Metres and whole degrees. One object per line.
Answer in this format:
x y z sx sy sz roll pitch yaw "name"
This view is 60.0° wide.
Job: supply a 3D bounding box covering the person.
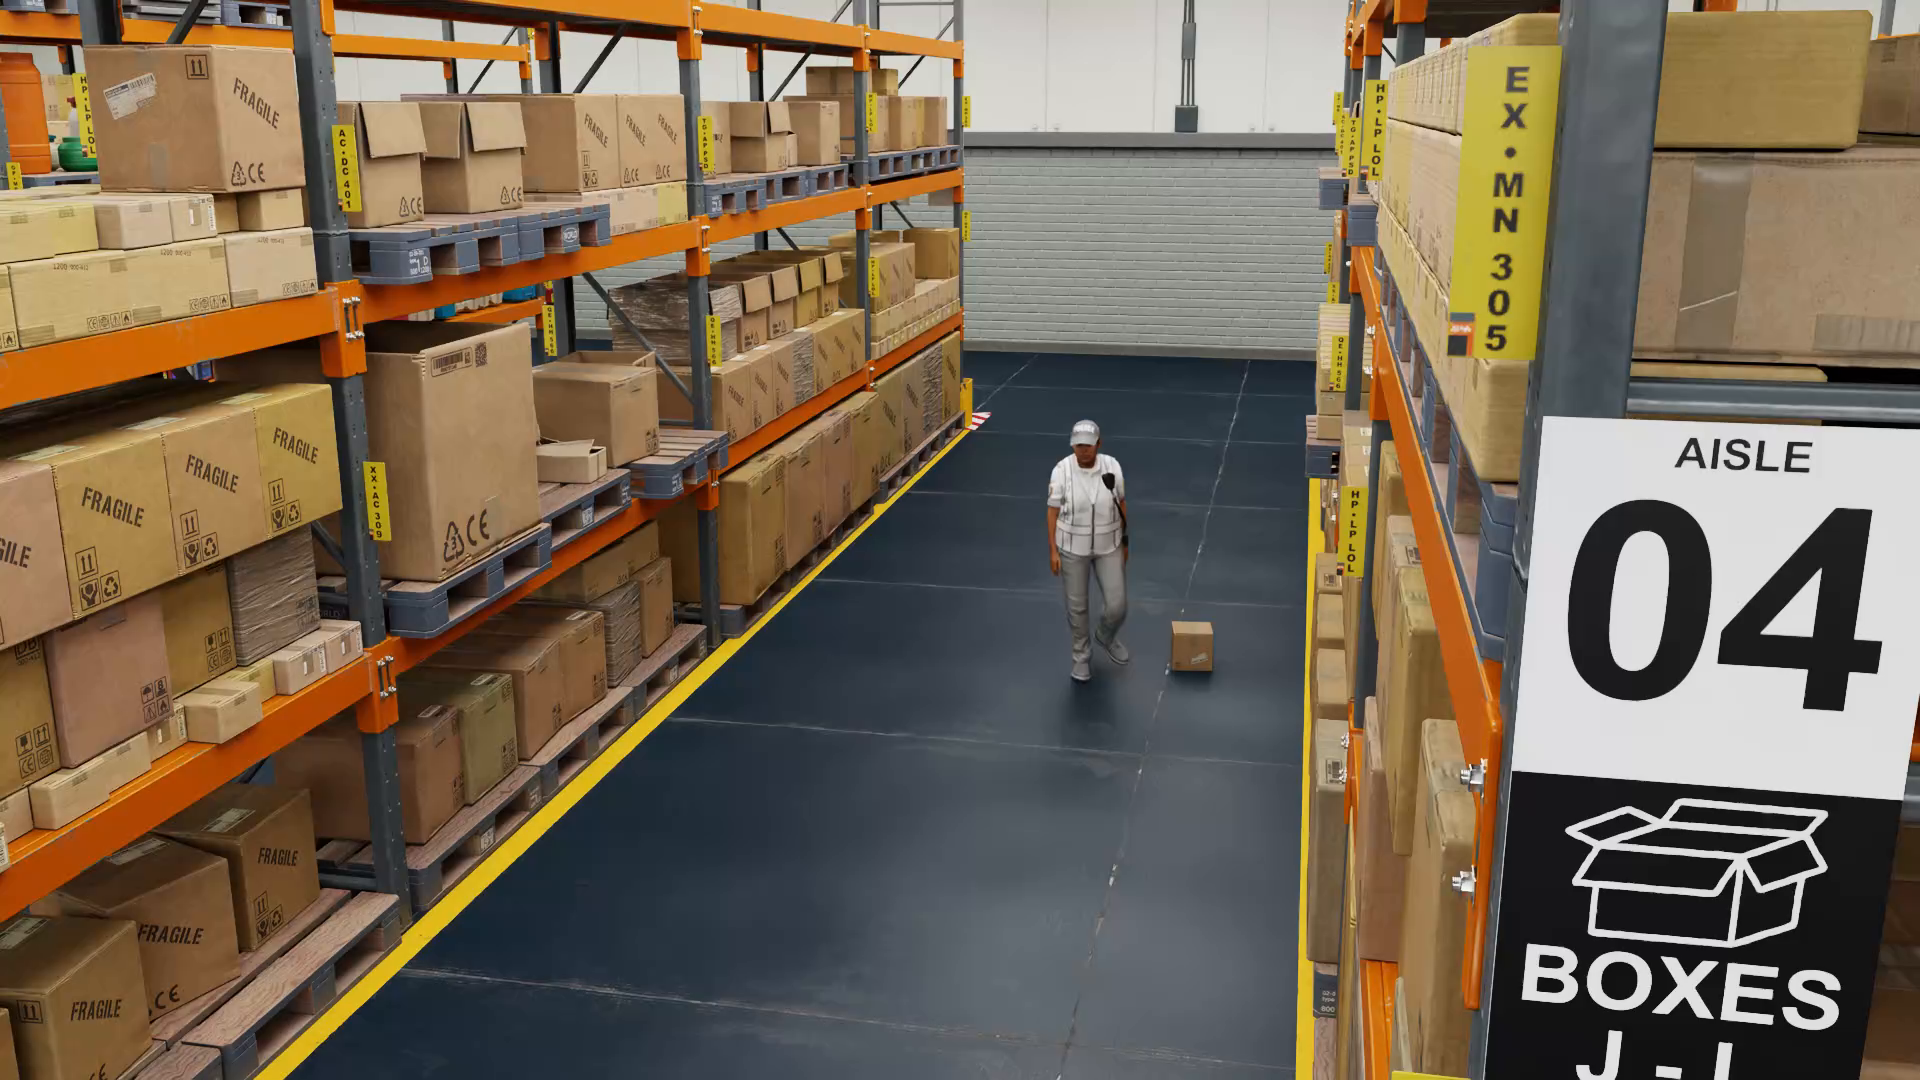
0.807 0.061 10.249 0.549 1.656 0.512 0 15 -1 "person"
